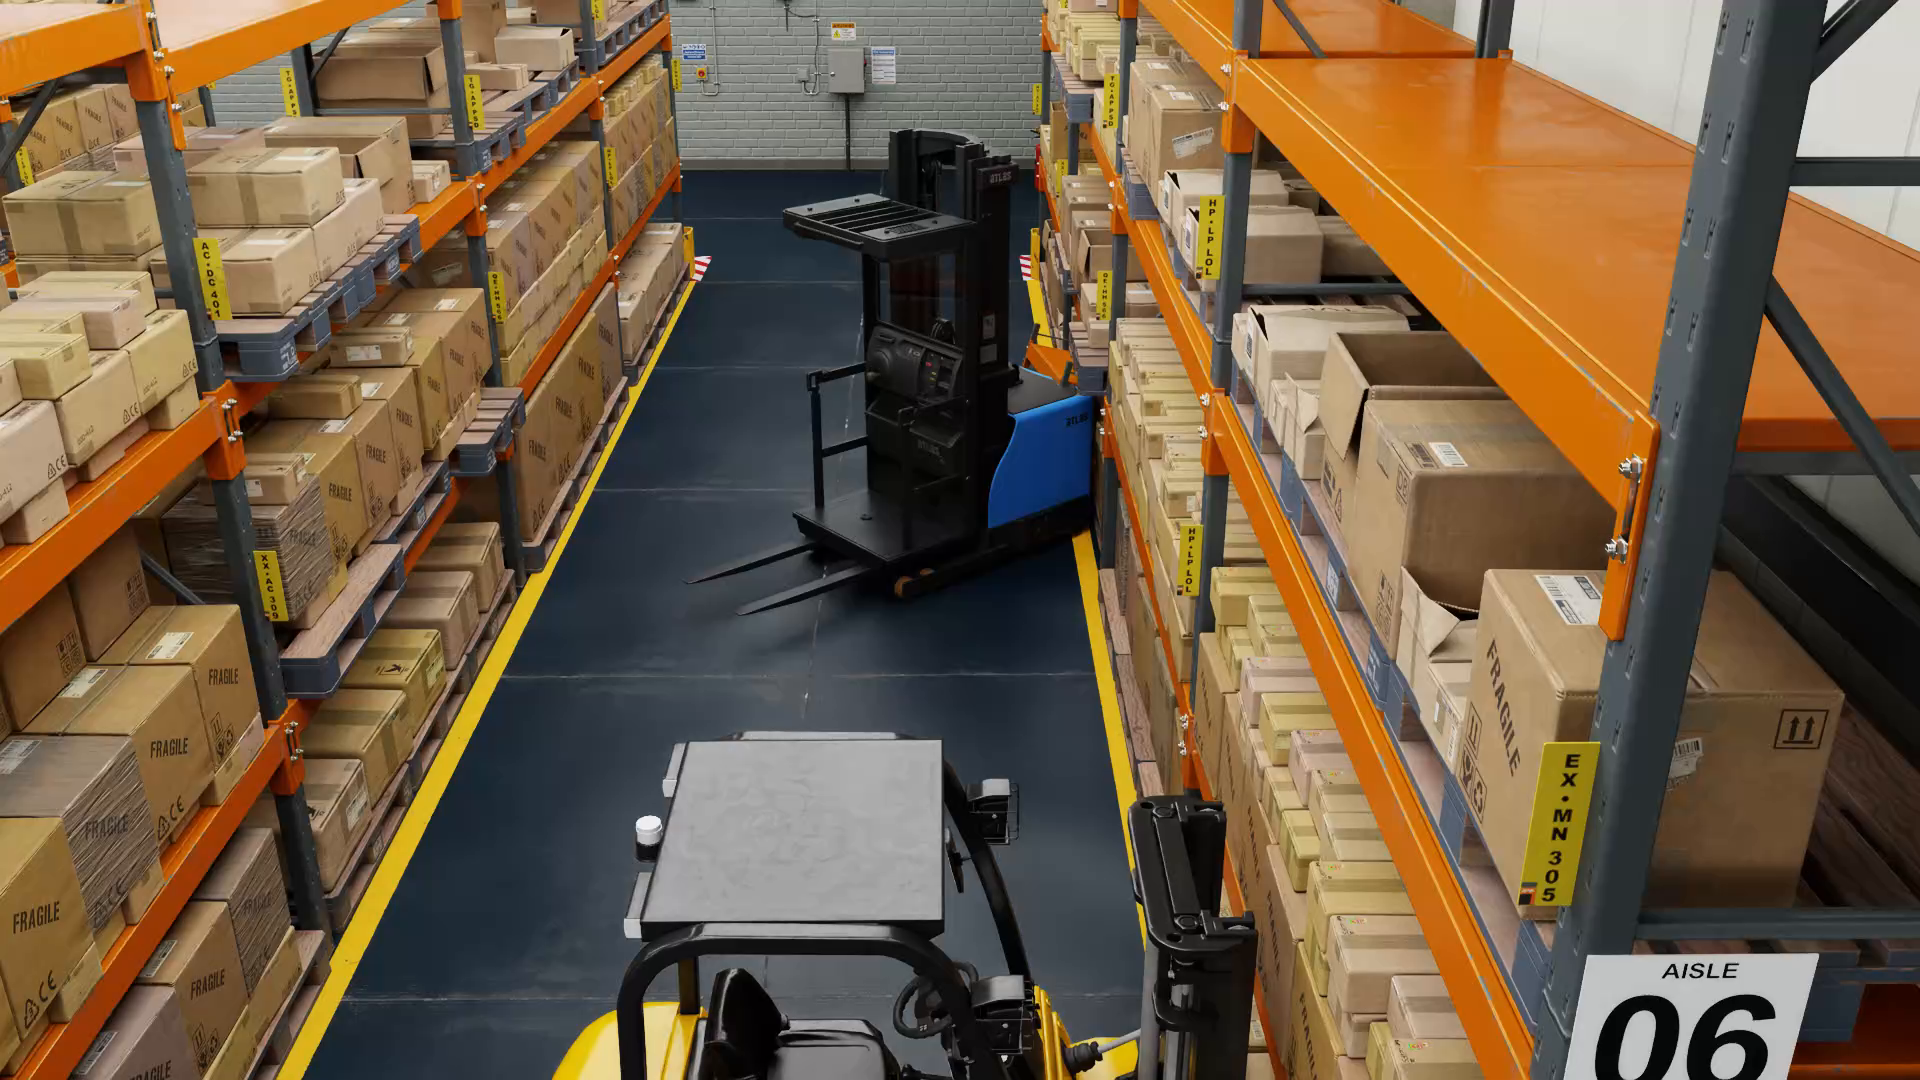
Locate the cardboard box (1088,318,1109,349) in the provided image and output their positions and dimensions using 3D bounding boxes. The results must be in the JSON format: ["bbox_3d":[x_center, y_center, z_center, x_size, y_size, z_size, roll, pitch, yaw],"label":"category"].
[{"bbox_3d":[1.078,-1.422,11.434,0.380,0.149,0.250,0,24,0],"label":"cardboard box"}]

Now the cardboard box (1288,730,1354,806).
[{"bbox_3d":[1.312,0.758,5.548,0.380,0.149,0.250,0,24,-1],"label":"cardboard box"}]

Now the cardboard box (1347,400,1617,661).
[{"bbox_3d":[1.396,-0.033,4.174,0.700,0.500,0.500,0,24,0],"label":"cardboard box"}]

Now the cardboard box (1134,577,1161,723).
[{"bbox_3d":[1.484,0.618,9.500,0.875,0.625,0.625,-1,24,-3],"label":"cardboard box"}]

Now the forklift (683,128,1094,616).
[{"bbox_3d":[-0.473,-1.167,11.157,3.031,2.935,1.130,-20,31,-37],"label":"forklift"}]

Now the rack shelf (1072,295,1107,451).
[{"bbox_3d":[1.447,-1.573,12.844,1.077,0.370,4.000,0,24,-1],"label":"rack shelf"}]

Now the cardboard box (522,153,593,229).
[{"bbox_3d":[-3.269,-2.806,13.363,0.500,0.500,0.500,0,24,0],"label":"cardboard box"}]

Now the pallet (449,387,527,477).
[{"bbox_3d":[-3.381,-0.672,10.212,1.213,0.211,1.003,0,24,-1],"label":"pallet"}]

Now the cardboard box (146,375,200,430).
[{"bbox_3d":[-3.142,-0.528,6.326,0.380,0.149,0.250,0,24,0],"label":"cardboard box"}]

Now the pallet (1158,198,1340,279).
[{"bbox_3d":[1.580,-1.617,8.658,1.003,0.211,1.213,1,24,2],"label":"pallet"}]

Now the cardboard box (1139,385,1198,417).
[{"bbox_3d":[1.202,-0.753,9.250,0.380,0.149,0.250,0,24,1],"label":"cardboard box"}]

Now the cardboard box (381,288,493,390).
[{"bbox_3d":[-3.212,-1.239,10.241,0.500,0.500,0.500,-1,24,-2],"label":"cardboard box"}]

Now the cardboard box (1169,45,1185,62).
[{"bbox_3d":[1.667,-3.367,11.635,0.380,0.149,0.250,0,24,-1],"label":"cardboard box"}]

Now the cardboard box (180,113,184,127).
[{"bbox_3d":[-8.268,-4.070,17.011,0.500,0.500,0.500,-1,24,-1],"label":"cardboard box"}]

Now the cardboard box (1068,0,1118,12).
[{"bbox_3d":[1.079,-4.413,13.420,0.396,0.266,0.258,0,24,-1],"label":"cardboard box"}]

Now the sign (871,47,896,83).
[{"bbox_3d":[-1.073,-6.666,23.348,0.329,0.494,0.001,0,24,-1],"label":"sign"}]

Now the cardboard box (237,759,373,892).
[{"bbox_3d":[-3.459,1.385,8.110,0.950,0.372,0.625,0,24,0],"label":"cardboard box"}]

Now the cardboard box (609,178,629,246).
[{"bbox_3d":[-3.282,-2.941,14.875,0.500,0.500,0.500,1,24,1],"label":"cardboard box"}]

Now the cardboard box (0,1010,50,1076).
[{"bbox_3d":[-3.172,1.575,5.316,0.380,0.149,0.250,-1,24,-2],"label":"cardboard box"}]

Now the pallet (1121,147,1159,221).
[{"bbox_3d":[1.565,-2.078,9.677,1.213,0.211,1.003,1,24,2],"label":"pallet"}]

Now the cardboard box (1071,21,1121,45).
[{"bbox_3d":[1.053,-3.904,12.799,0.380,0.149,0.250,-1,24,-1],"label":"cardboard box"}]

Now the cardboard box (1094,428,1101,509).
[{"bbox_3d":[1.254,-0.509,12.142,0.500,0.500,0.500,-1,24,-1],"label":"cardboard box"}]

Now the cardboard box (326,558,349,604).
[{"bbox_3d":[-3.135,0.186,7.876,0.380,0.149,0.250,0,24,1],"label":"cardboard box"}]

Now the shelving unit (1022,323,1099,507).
[{"bbox_3d":[0.767,-0.918,12.576,0.538,1.125,1.048,10,20,-15],"label":"shelving unit"}]

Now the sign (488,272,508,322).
[{"bbox_3d":[-2.952,-1.551,10.613,0.100,0.325,0.005,0,24,-1],"label":"sign"}]

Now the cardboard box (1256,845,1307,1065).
[{"bbox_3d":[1.269,1.341,5.408,0.500,0.500,0.500,0,24,0],"label":"cardboard box"}]

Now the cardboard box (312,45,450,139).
[{"bbox_3d":[-3.650,-2.813,10.437,0.797,0.503,0.637,-2,24,-4],"label":"cardboard box"}]

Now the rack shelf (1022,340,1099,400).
[{"bbox_3d":[0.841,-1.184,12.478,0.538,0.278,1.000,10,20,-15],"label":"rack shelf"}]

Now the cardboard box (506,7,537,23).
[{"bbox_3d":[-3.865,-4.505,14.347,0.396,0.266,0.258,1,24,1],"label":"cardboard box"}]

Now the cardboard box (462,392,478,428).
[{"bbox_3d":[-3.133,-0.782,10.017,0.380,0.149,0.250,0,24,-1],"label":"cardboard box"}]

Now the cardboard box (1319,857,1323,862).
[{"bbox_3d":[1.321,1.105,5.141,0.380,0.149,0.250,0,24,-1],"label":"cardboard box"}]

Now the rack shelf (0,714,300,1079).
[{"bbox_3d":[-3.429,1.747,5.503,1.077,0.370,4.000,0,24,-1],"label":"rack shelf"}]

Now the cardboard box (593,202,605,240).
[{"bbox_3d":[-3.291,-2.680,13.994,0.500,0.250,0.500,0,24,-1],"label":"cardboard box"}]

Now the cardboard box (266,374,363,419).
[{"bbox_3d":[-3.218,-0.715,8.295,0.380,0.149,0.250,1,24,2],"label":"cardboard box"}]

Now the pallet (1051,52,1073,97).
[{"bbox_3d":[1.362,-3.737,13.344,1.213,0.211,1.003,0,24,-1],"label":"pallet"}]

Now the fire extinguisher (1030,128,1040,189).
[{"bbox_3d":[0.917,-4.227,18.385,0.296,0.674,0.183,0,24,-1],"label":"fire extinguisher"}]

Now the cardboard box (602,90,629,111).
[{"bbox_3d":[-3.262,-4.052,15.331,0.380,0.149,0.250,-1,24,-2],"label":"cardboard box"}]

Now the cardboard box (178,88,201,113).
[{"bbox_3d":[-8.277,-4.735,17.266,0.500,0.500,0.500,-1,24,-2],"label":"cardboard box"}]

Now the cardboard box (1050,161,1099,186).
[{"bbox_3d":[1.158,-3.625,16.329,0.500,0.250,0.500,-1,24,-2],"label":"cardboard box"}]

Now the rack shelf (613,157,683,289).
[{"bbox_3d":[-3.560,-3.197,16.436,1.077,0.370,4.000,0,24,-1],"label":"rack shelf"}]

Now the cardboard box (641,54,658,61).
[{"bbox_3d":[-3.378,-4.999,17.425,0.380,0.149,0.250,0,24,0],"label":"cardboard box"}]

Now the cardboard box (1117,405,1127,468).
[{"bbox_3d":[1.230,-0.617,10.040,0.500,0.250,0.500,-1,24,-2],"label":"cardboard box"}]

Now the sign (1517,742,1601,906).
[{"bbox_3d":[1.013,0.482,2.808,0.100,0.325,0.005,0,24,-1],"label":"sign"}]

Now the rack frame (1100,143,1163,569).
[{"bbox_3d":[1.469,-1.077,10.874,1.000,3.000,0.127,0,24,-1],"label":"rack frame"}]

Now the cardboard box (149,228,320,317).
[{"bbox_3d":[-3.057,-1.137,7.039,0.500,0.250,0.500,-1,24,-2],"label":"cardboard box"}]

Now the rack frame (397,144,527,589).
[{"bbox_3d":[-3.495,-1.053,10.821,1.000,3.000,0.127,0,24,-1],"label":"rack frame"}]

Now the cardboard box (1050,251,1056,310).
[{"bbox_3d":[1.169,-2.602,16.771,0.500,0.500,0.500,0,24,0],"label":"cardboard box"}]

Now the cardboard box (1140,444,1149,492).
[{"bbox_3d":[1.252,-0.420,8.997,0.500,0.250,0.500,0,24,0],"label":"cardboard box"}]

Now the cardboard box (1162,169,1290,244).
[{"bbox_3d":[1.252,-1.605,7.879,0.500,0.311,0.500,-1,24,-2],"label":"cardboard box"}]

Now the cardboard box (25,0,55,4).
[{"bbox_3d":[-8.253,-4.568,14.529,0.500,0.250,0.500,0,24,-1],"label":"cardboard box"}]

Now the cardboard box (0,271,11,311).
[{"bbox_3d":[-3.774,-0.889,6.156,0.380,0.149,0.250,-1,24,-1],"label":"cardboard box"}]

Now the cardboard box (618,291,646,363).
[{"bbox_3d":[-3.438,-1.984,15.480,0.875,0.438,0.875,-1,24,-1],"label":"cardboard box"}]
